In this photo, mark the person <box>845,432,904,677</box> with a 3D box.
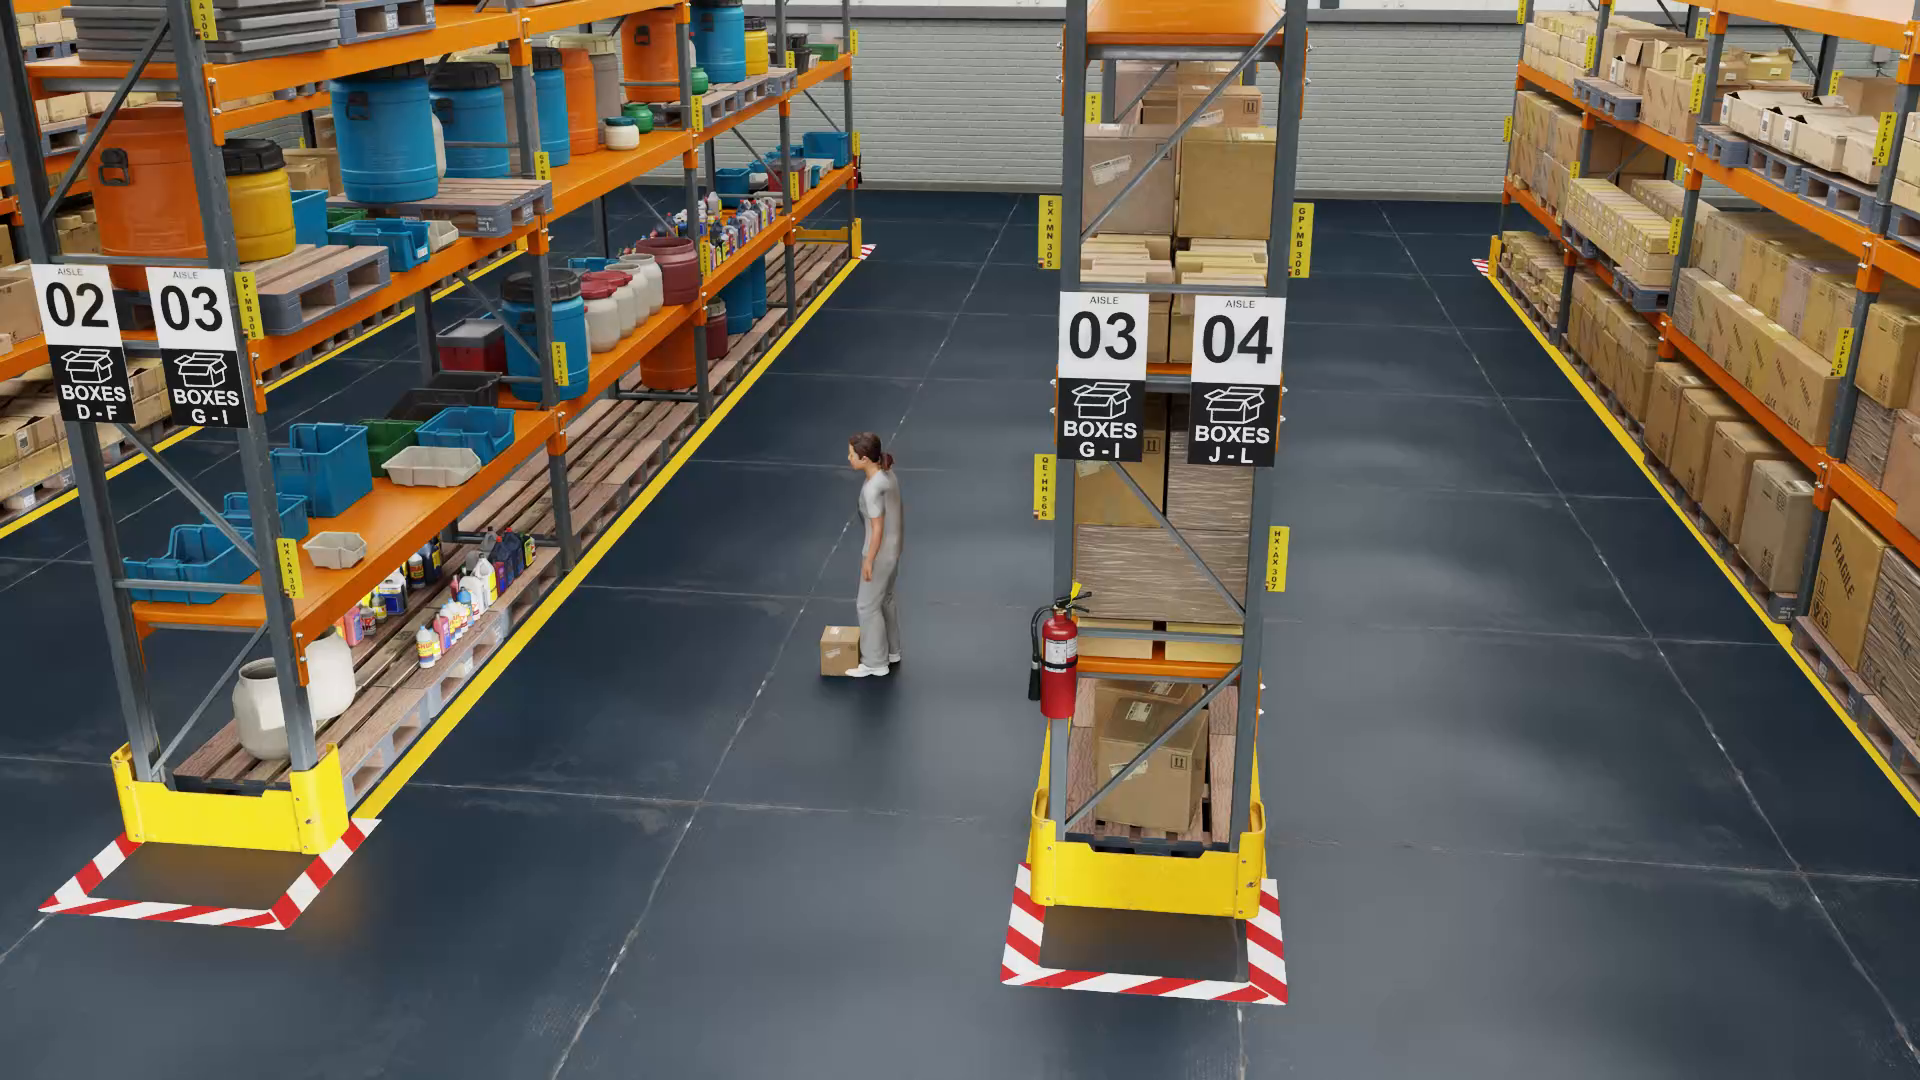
[{"bbox_3d":[-0.569,0.086,10.864,0.405,1.672,0.499,2,21,5],"label":"person"}]
